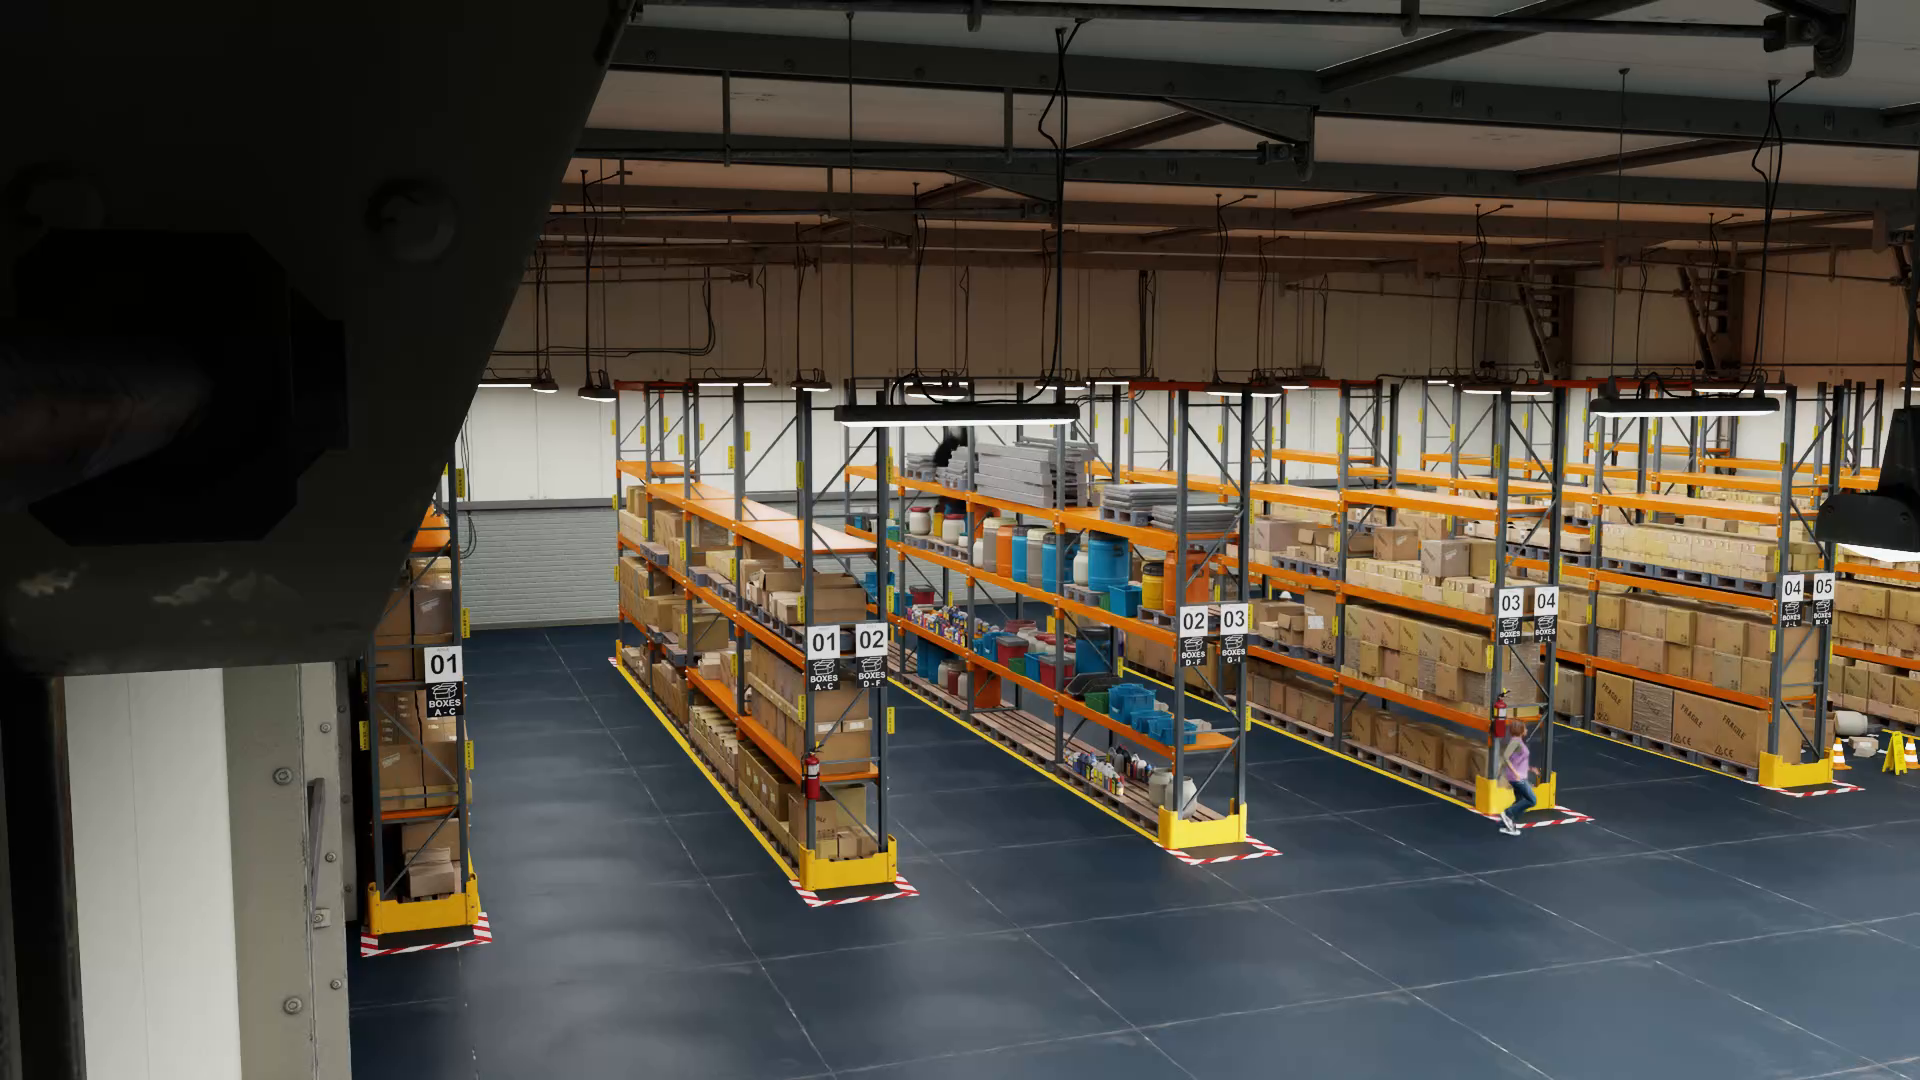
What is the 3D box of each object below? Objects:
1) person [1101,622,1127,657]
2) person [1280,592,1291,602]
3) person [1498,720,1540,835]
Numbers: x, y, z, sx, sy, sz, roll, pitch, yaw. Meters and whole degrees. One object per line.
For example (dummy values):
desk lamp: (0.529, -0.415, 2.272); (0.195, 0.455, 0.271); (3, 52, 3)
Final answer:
person: (2.976, 2.113, 32.404); (0.581, 1.601, 0.560); (-2, 6, -19)
person: (6.583, 1.878, 34.406); (0.698, 1.700, 0.877); (-3, 7, -25)
person: (7.514, 3.201, 22.332); (0.505, 1.561, 0.548); (2, 6, 21)
